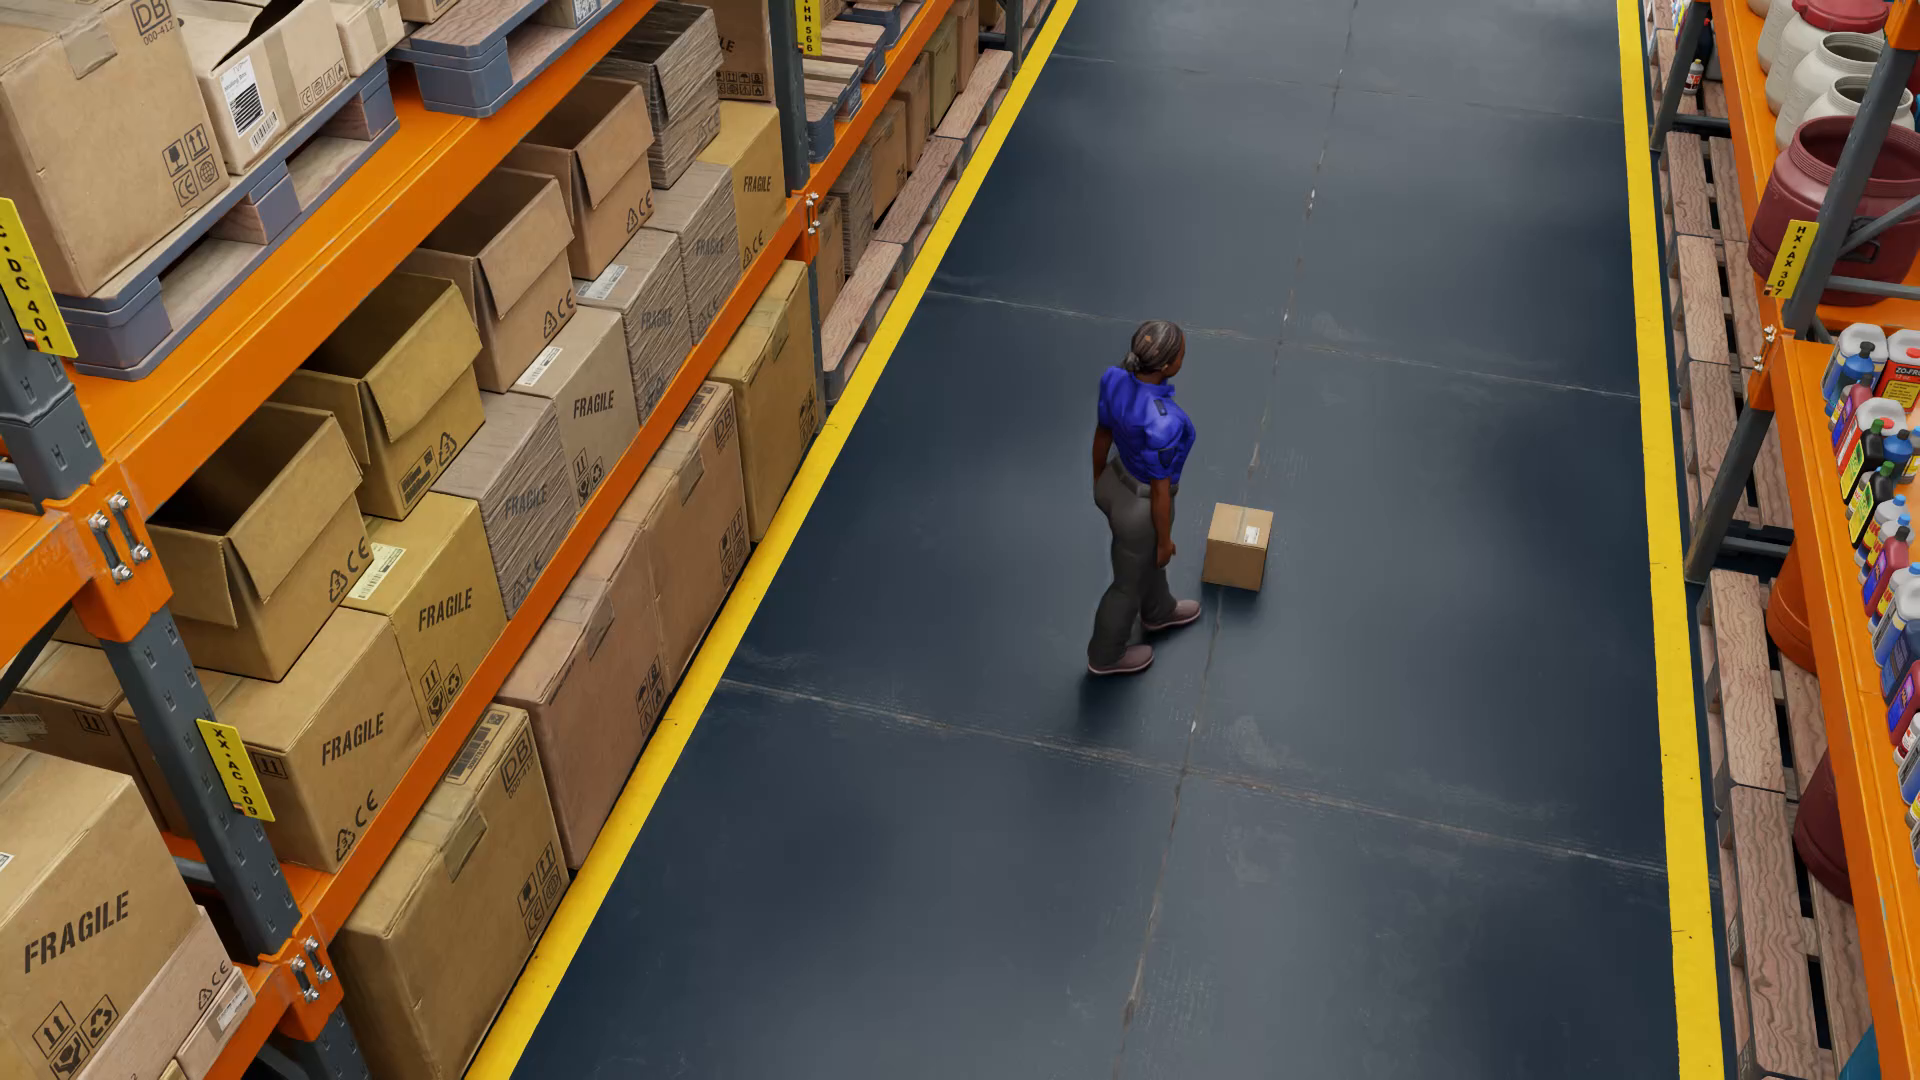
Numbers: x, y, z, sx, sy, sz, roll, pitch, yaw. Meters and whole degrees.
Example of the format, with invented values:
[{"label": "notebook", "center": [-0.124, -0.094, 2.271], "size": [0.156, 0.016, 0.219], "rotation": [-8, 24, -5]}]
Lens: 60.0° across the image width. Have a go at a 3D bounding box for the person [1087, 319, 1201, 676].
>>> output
[{"label": "person", "center": [0.792, -0.160, 6.327], "size": [0.600, 1.658, 0.463], "rotation": [-14, 43, -16]}]
